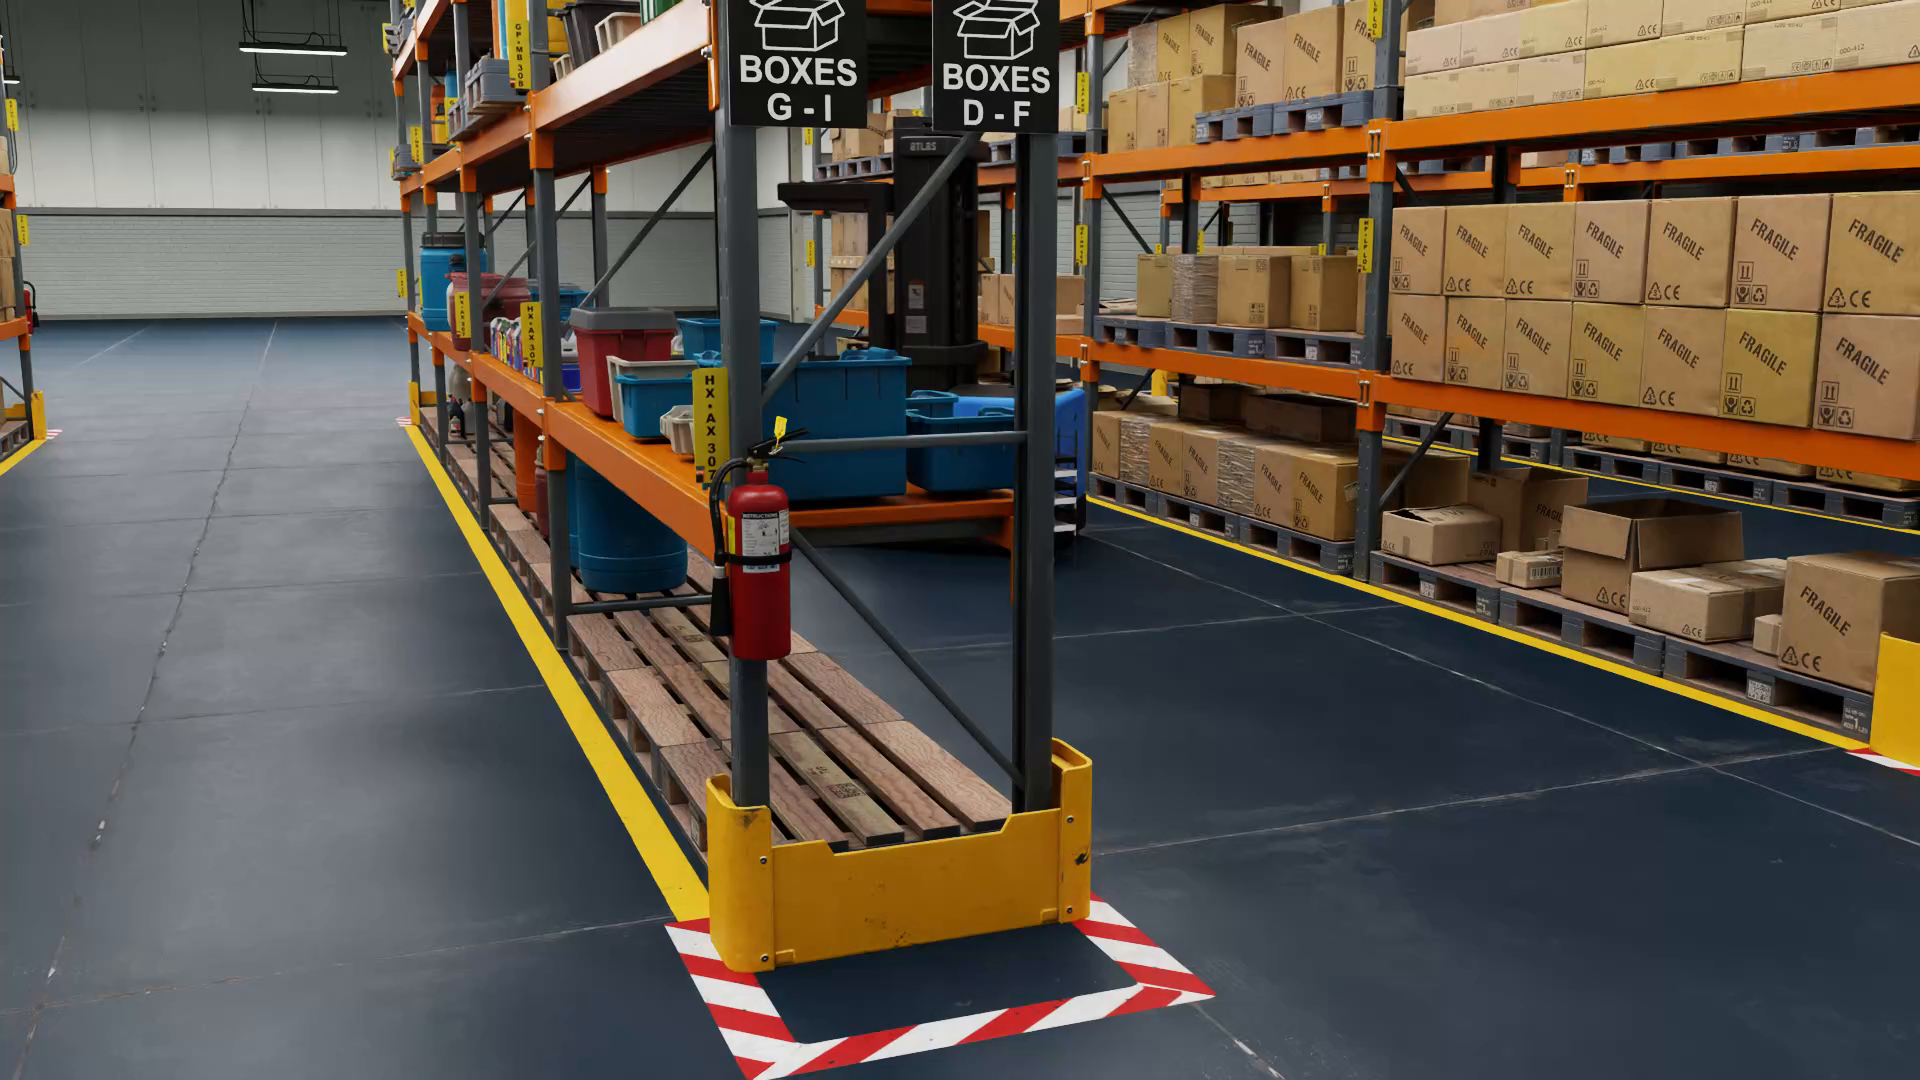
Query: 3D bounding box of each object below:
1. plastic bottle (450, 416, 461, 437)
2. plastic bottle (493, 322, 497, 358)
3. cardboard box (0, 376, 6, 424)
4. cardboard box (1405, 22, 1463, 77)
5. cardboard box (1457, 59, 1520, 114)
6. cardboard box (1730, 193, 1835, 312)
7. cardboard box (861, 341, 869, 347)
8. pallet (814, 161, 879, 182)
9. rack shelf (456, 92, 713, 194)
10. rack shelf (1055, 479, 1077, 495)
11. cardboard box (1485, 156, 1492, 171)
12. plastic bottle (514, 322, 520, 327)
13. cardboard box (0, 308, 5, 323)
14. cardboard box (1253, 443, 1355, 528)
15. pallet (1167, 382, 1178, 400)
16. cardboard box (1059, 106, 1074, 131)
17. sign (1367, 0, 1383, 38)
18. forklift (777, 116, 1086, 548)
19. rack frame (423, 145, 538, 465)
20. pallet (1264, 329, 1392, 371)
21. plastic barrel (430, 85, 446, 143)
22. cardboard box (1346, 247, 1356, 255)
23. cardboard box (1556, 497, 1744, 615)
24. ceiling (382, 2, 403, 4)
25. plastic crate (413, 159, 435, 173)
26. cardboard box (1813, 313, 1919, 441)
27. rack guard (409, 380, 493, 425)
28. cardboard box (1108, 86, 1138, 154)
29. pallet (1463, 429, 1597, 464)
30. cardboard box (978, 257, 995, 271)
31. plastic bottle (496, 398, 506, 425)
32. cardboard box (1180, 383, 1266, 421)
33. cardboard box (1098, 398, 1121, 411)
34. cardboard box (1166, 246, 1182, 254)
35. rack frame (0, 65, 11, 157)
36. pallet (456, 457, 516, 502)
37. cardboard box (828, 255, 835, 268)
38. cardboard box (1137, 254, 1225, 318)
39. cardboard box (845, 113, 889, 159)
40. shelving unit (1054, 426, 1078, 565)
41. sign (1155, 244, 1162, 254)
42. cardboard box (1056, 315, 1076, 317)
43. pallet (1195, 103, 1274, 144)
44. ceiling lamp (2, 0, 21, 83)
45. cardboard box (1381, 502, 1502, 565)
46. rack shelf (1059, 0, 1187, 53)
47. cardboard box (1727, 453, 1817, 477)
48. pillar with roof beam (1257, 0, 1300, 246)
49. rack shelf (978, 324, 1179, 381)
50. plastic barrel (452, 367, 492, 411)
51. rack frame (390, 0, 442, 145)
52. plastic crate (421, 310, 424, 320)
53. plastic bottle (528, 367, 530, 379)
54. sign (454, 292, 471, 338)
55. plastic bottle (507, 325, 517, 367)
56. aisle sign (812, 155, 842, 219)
[{"bbox_3d":[-4.968,-1.118,16.377,0.097,0.201,0.097,0,10,0],"label":"plastic bottle"},{"bbox_3d":[-3.224,-1.412,11.661,0.097,0.271,0.097,0,10,0],"label":"plastic bottle"},{"bbox_3d":[-10.401,-1.452,17.455,0.500,0.500,0.500,-2,10,-10],"label":"cardboard box"},{"bbox_3d":[2.916,-2.802,9.543,0.500,0.250,0.500,-4,11,-21],"label":"cardboard box"},{"bbox_3d":[3.094,-2.474,9.127,0.500,0.250,0.500,-4,11,-21],"label":"cardboard box"},{"bbox_3d":[3.819,-1.274,7.378,0.500,0.500,0.500,-4,11,-19],"label":"cardboard box"},{"bbox_3d":[-0.849,-2.082,19.572,0.500,0.500,0.500,-4,11,-21],"label":"cardboard box"},{"bbox_3d":[-1.145,-4.523,20.470,1.003,0.211,1.213,-4,11,-21],"label":"pallet"},{"bbox_3d":[-2.372,-2.383,10.243,1.077,0.370,4.000,-4,11,-21],"label":"rack shelf"},{"bbox_3d":[0.616,-0.341,10.943,0.200,0.077,0.258,-5,11,-28],"label":"rack shelf"},{"bbox_3d":[5.754,-3.971,16.762,0.797,0.503,0.637,-2,10,-13],"label":"cardboard box"},{"bbox_3d":[-3.000,-1.340,11.258,0.097,0.271,0.097,0,10,0],"label":"plastic bottle"},{"bbox_3d":[-10.011,-2.301,17.010,0.380,0.149,0.250,-4,11,-21],"label":"cardboard box"},{"bbox_3d":[2.354,-0.378,11.359,0.500,0.500,0.500,-4,11,-21],"label":"cardboard box"},{"bbox_3d":[3.527,-2.002,22.570,1.003,0.211,1.213,-4,11,-21],"label":"pallet"},{"bbox_3d":[1.098,-3.666,14.626,0.500,0.250,0.500,-4,11,-19],"label":"cardboard box"},{"bbox_3d":[2.455,-3.137,9.827,0.100,0.325,0.005,-4,11,-21],"label":"sign"},{"bbox_3d":[-0.663,-1.475,11.844,3.031,2.935,1.130,3,10,16],"label":"forklift"},{"bbox_3d":[-4.546,-2.240,15.948,1.000,3.000,0.127,-4,11,-21],"label":"rack frame"},{"bbox_3d":[2.783,-1.291,11.160,1.003,0.211,1.213,-4,11,-21],"label":"pallet"},{"bbox_3d":[-5.701,-4.717,18.881,0.600,0.830,0.708,-4,11,-21],"label":"plastic barrel"},{"bbox_3d":[4.712,-3.264,19.934,0.500,0.500,0.500,-4,11,-22],"label":"cardboard box"},{"bbox_3d":[3.657,0.071,8.829,0.797,0.503,0.637,-4,11,-21],"label":"cardboard box"},{"bbox_3d":[-15.440,-16.265,51.968,6.000,0.001,6.000,-4,11,-21],"label":"ceiling"},{"bbox_3d":[-5.504,-3.823,17.037,0.243,0.136,0.396,-4,11,-21],"label":"plastic crate"},{"bbox_3d":[4.005,-0.700,7.006,0.500,0.500,0.500,-4,11,-19],"label":"cardboard box"},{"bbox_3d":[-5.924,-1.653,19.785,1.175,0.500,0.348,-4,11,-21],"label":"rack guard"},{"bbox_3d":[1.711,-3.358,13.382,0.910,0.500,0.500,-4,11,-21],"label":"cardboard box"},{"bbox_3d":[5.856,-0.971,16.774,1.003,0.211,1.213,-4,11,-21],"label":"pallet"},{"bbox_3d":[0.155,-2.979,17.962,0.380,0.149,0.250,-4,11,-21],"label":"cardboard box"},{"bbox_3d":[-4.803,-1.360,17.525,0.152,0.276,0.135,-4,11,-21],"label":"plastic bottle"},{"bbox_3d":[2.104,-1.109,13.332,0.500,0.250,0.500,-3,11,-19],"label":"cardboard box"},{"bbox_3d":[1.102,-1.100,14.589,0.500,0.311,0.500,-4,11,-19],"label":"cardboard box"},{"bbox_3d":[3.131,-3.730,22.554,0.500,0.500,0.500,-4,11,-21],"label":"cardboard box"},{"bbox_3d":[-10.612,-5.532,17.326,1.000,3.000,0.127,-4,11,-21],"label":"rack frame"},{"bbox_3d":[-3.779,-0.542,14.365,1.003,0.211,1.213,-4,11,-21],"label":"pallet"},{"bbox_3d":[-1.436,-3.498,20.880,0.380,0.149,0.250,-4,11,-21],"label":"cardboard box"},{"bbox_3d":[1.855,-2.061,13.458,0.700,0.500,0.500,-9,13,-40],"label":"cardboard box"},{"bbox_3d":[-1.030,-4.720,19.441,0.500,0.500,0.500,-4,11,-21],"label":"cardboard box"},{"bbox_3d":[0.615,-0.286,10.953,0.210,0.900,0.258,-5,11,-28],"label":"shelving unit"},{"bbox_3d":[2.733,-3.913,22.884,0.100,0.325,0.005,-4,11,-21],"label":"sign"},{"bbox_3d":[1.007,-1.982,15.214,0.380,0.149,0.250,-3,11,-17],"label":"cardboard box"},{"bbox_3d":[2.422,-2.912,11.699,1.213,0.211,1.003,-4,11,-21],"label":"pallet"},{"bbox_3d":[-23.217,-12.327,38.859,2.000,3.185,0.800,-4,11,-21],"label":"ceiling lamp"},{"bbox_3d":[2.922,-0.059,10.106,0.500,0.311,0.500,-4,11,-21],"label":"cardboard box"},{"bbox_3d":[0.797,-4.630,15.450,1.077,0.370,4.000,-4,11,-21],"label":"rack shelf"},{"bbox_3d":[6.905,-0.954,13.658,0.750,0.750,0.750,-4,11,-19],"label":"cardboard box"},{"bbox_3d":[0.286,-6.143,20.758,9.100,9.000,0.400,-4,11,-21],"label":"pillar with roof beam"},{"bbox_3d":[0.797,-1.873,15.940,1.077,0.370,4.000,-4,11,-21],"label":"rack shelf"},{"bbox_3d":[-5.504,-1.690,18.763,0.421,0.512,0.421,0,10,0],"label":"plastic barrel"},{"bbox_3d":[-5.995,-5.847,19.094,1.000,3.000,0.127,-4,11,-21],"label":"rack frame"},{"bbox_3d":[-5.200,-2.330,16.880,0.499,0.251,0.616,-4,11,-21],"label":"plastic crate"},{"bbox_3d":[-2.522,-1.061,9.889,0.097,0.201,0.097,0,10,0],"label":"plastic bottle"},{"bbox_3d":[-3.606,-1.631,12.061,0.100,0.325,0.005,-4,11,-21],"label":"sign"},{"bbox_3d":[-2.889,-1.261,10.813,0.097,0.271,0.097,0,10,0],"label":"plastic bottle"},{"bbox_3d":[-1.687,-4.478,21.106,0.394,0.787,0.004,-4,11,-21],"label":"aisle sign"}]
